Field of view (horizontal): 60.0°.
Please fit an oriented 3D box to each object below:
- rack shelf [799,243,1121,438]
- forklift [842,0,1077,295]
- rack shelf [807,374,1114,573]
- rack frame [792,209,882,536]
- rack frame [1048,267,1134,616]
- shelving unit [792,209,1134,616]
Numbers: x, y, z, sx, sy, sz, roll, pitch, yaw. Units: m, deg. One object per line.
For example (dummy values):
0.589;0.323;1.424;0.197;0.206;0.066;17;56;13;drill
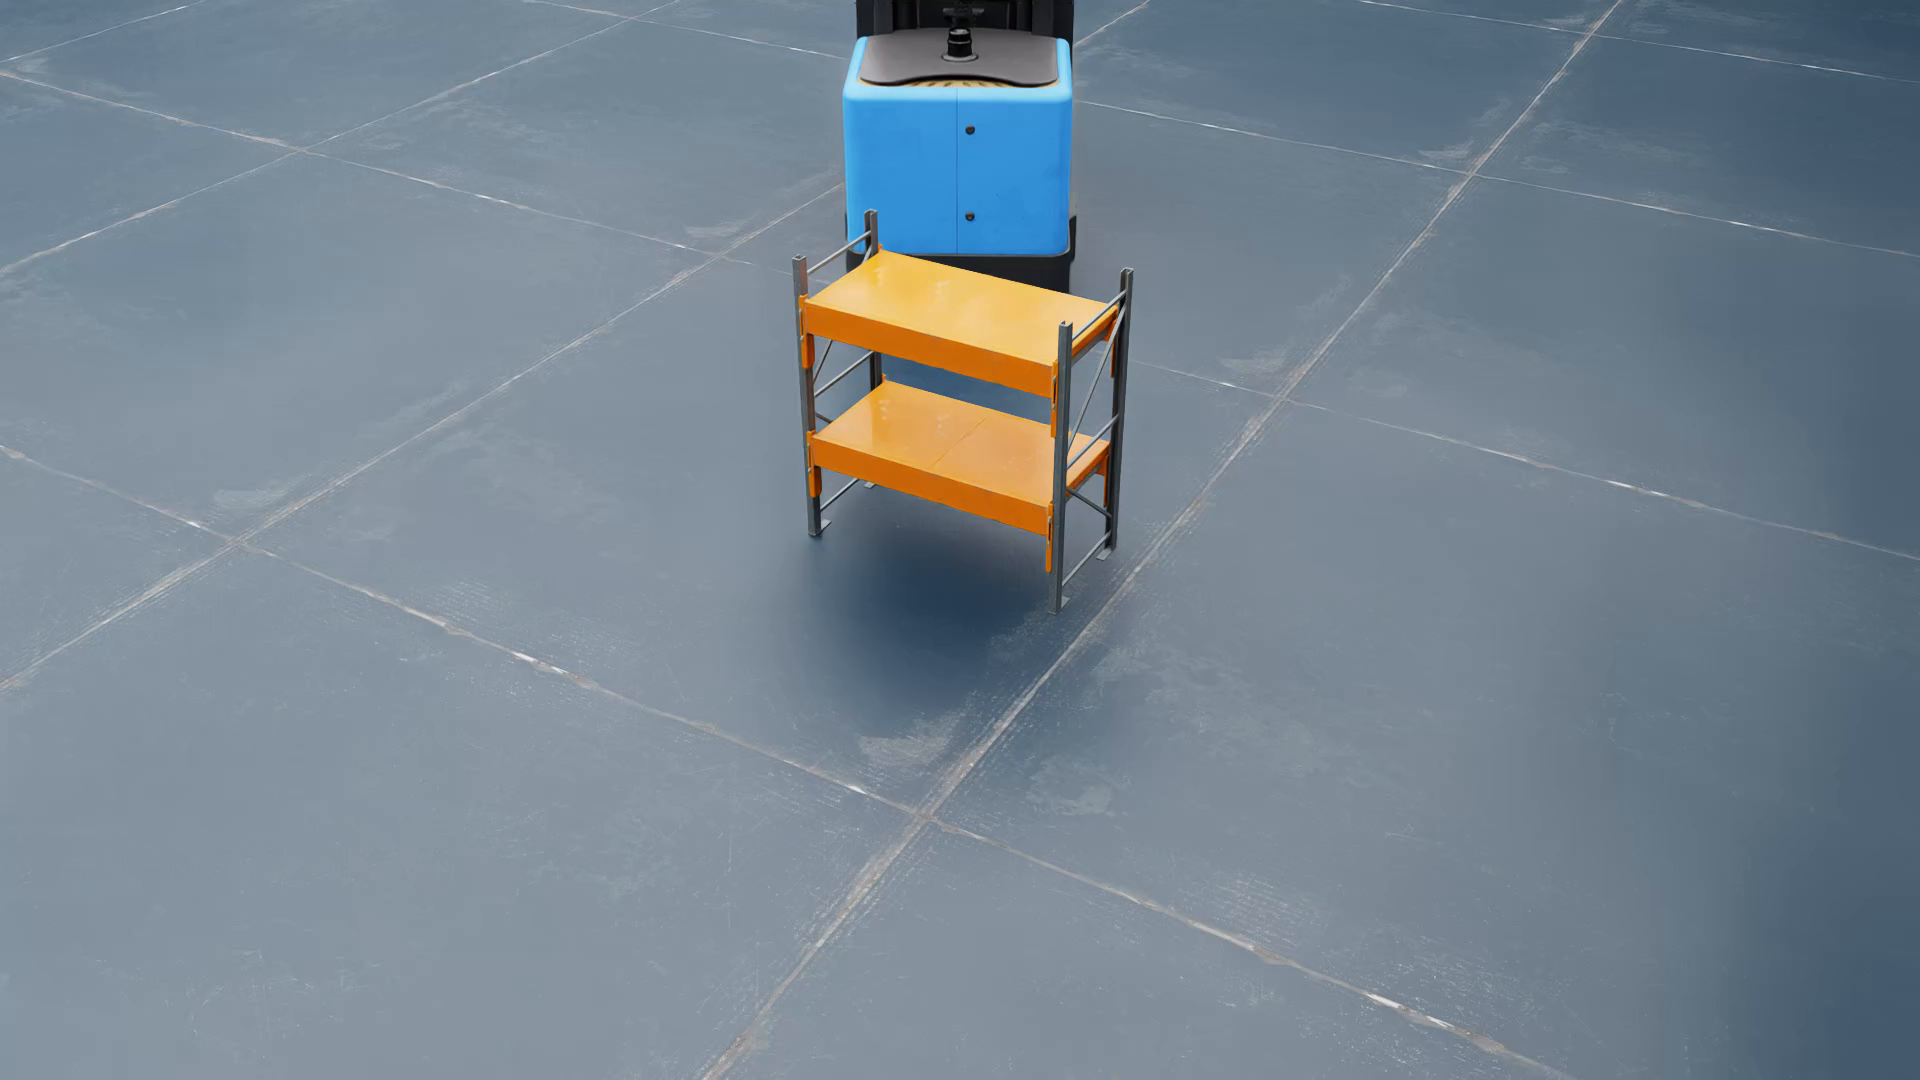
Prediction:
0.006;-0.710;5.773;1.000;0.278;0.538;18;37;24;rack shelf
0.034;-3.112;8.279;1.130;2.935;3.031;1;34;1;forklift
0.006;-0.263;6.071;1.000;0.278;0.538;18;37;24;rack shelf
-0.435;-0.606;6.145;0.032;1.125;0.500;18;37;24;rack frame
0.447;-0.327;5.725;0.032;1.125;0.500;18;37;24;rack frame
0.006;-0.466;5.935;1.048;1.125;0.538;18;37;24;shelving unit
